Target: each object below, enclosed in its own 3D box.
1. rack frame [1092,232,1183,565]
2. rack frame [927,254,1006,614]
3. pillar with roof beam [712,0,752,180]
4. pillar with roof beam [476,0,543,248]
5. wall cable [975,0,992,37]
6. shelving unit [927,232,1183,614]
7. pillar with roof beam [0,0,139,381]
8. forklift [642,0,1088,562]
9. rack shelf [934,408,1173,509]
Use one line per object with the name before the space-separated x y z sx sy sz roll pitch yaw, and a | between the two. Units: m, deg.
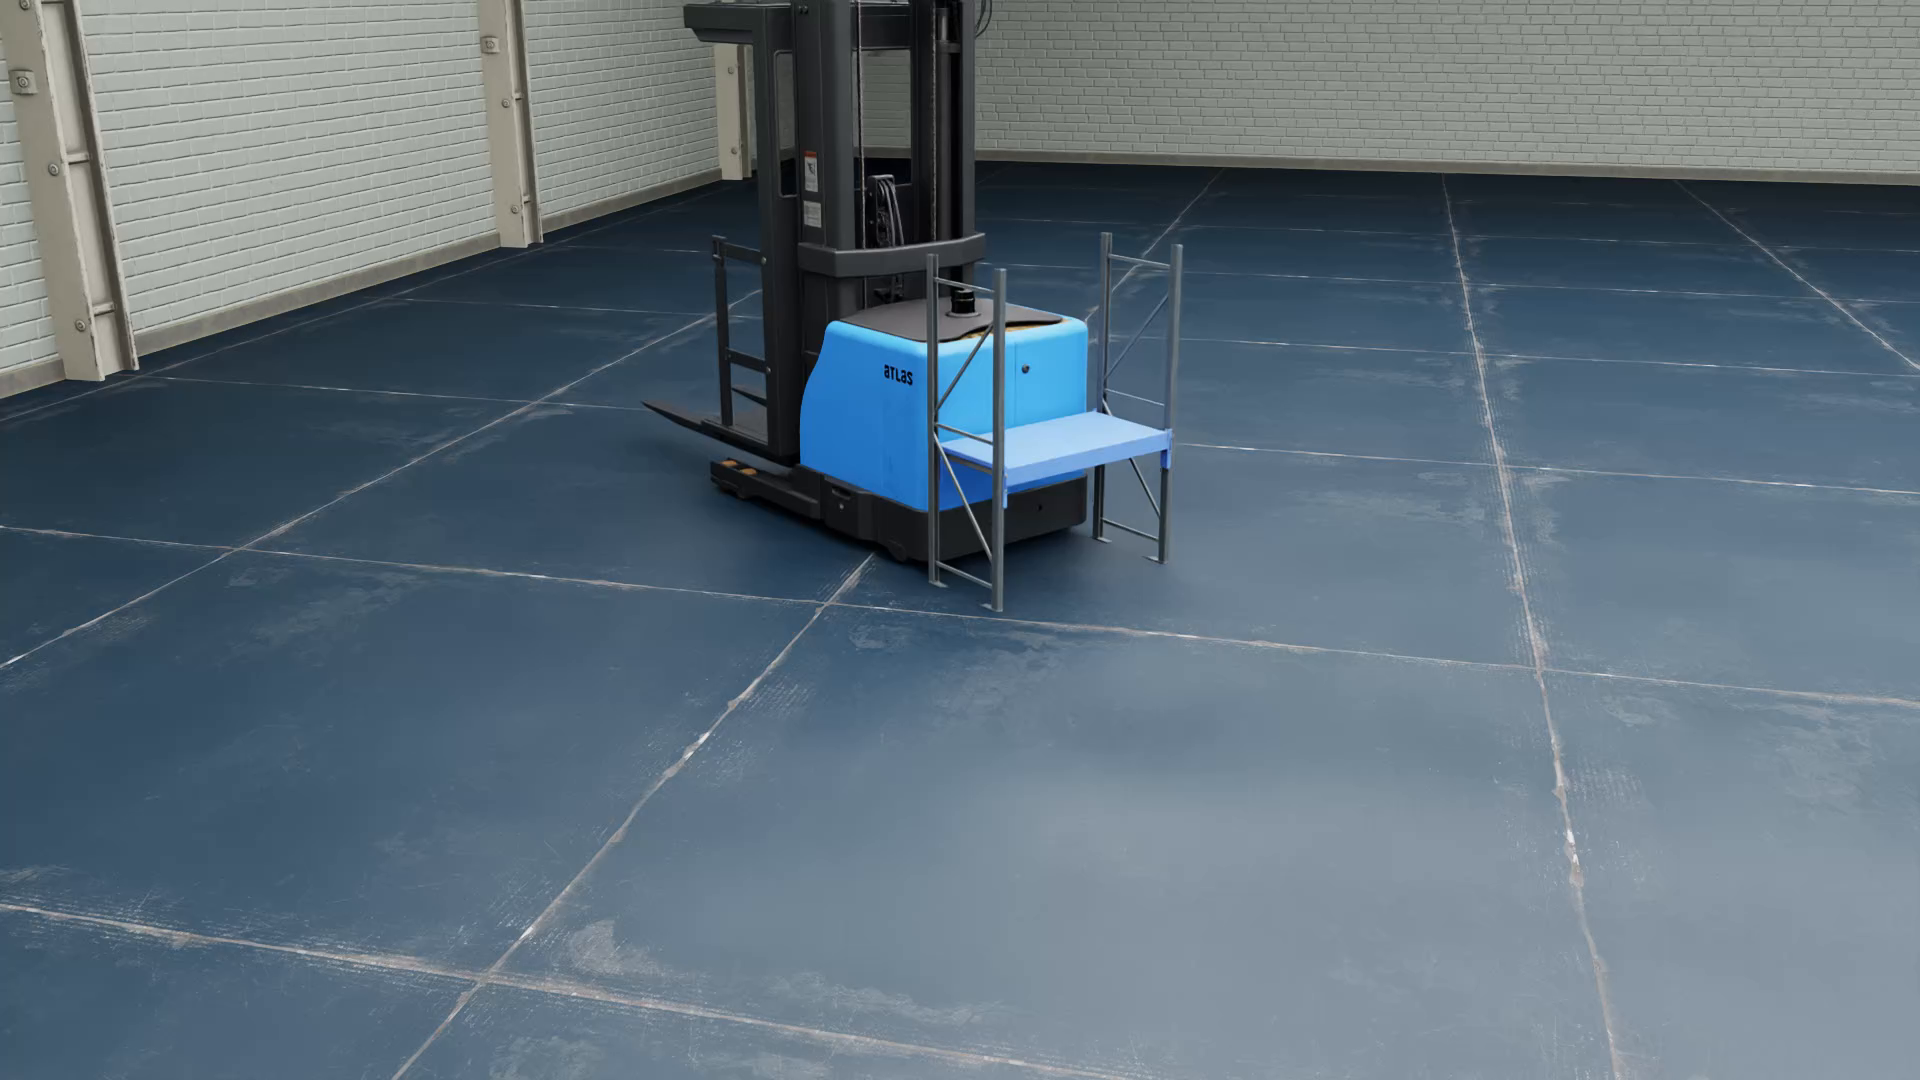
rack frame | 0.821 -0.657 7.791 0.032 1.500 0.500 -14 23 -36
rack frame | 0.022 -0.454 7.196 0.032 1.500 0.500 -14 23 -36
pillar with roof beam | 1.128 -8.838 20.141 9.100 9.000 0.400 5 19 13
pillar with roof beam | -0.338 -6.957 14.635 9.100 9.000 0.400 5 19 13
wall cable | -1.044 -8.527 24.035 3.097 2.526 0.112 5 19 13
shelving unit | 0.422 -0.556 7.494 1.048 1.500 0.538 -14 23 -36
pillar with roof beam | -1.804 -5.077 9.129 9.100 9.000 0.400 5 19 13
forklift | -0.688 -1.691 8.603 1.130 2.935 3.031 -15 24 -37
rack shelf | 0.422 -0.385 7.552 1.000 0.185 0.538 -14 23 -36
